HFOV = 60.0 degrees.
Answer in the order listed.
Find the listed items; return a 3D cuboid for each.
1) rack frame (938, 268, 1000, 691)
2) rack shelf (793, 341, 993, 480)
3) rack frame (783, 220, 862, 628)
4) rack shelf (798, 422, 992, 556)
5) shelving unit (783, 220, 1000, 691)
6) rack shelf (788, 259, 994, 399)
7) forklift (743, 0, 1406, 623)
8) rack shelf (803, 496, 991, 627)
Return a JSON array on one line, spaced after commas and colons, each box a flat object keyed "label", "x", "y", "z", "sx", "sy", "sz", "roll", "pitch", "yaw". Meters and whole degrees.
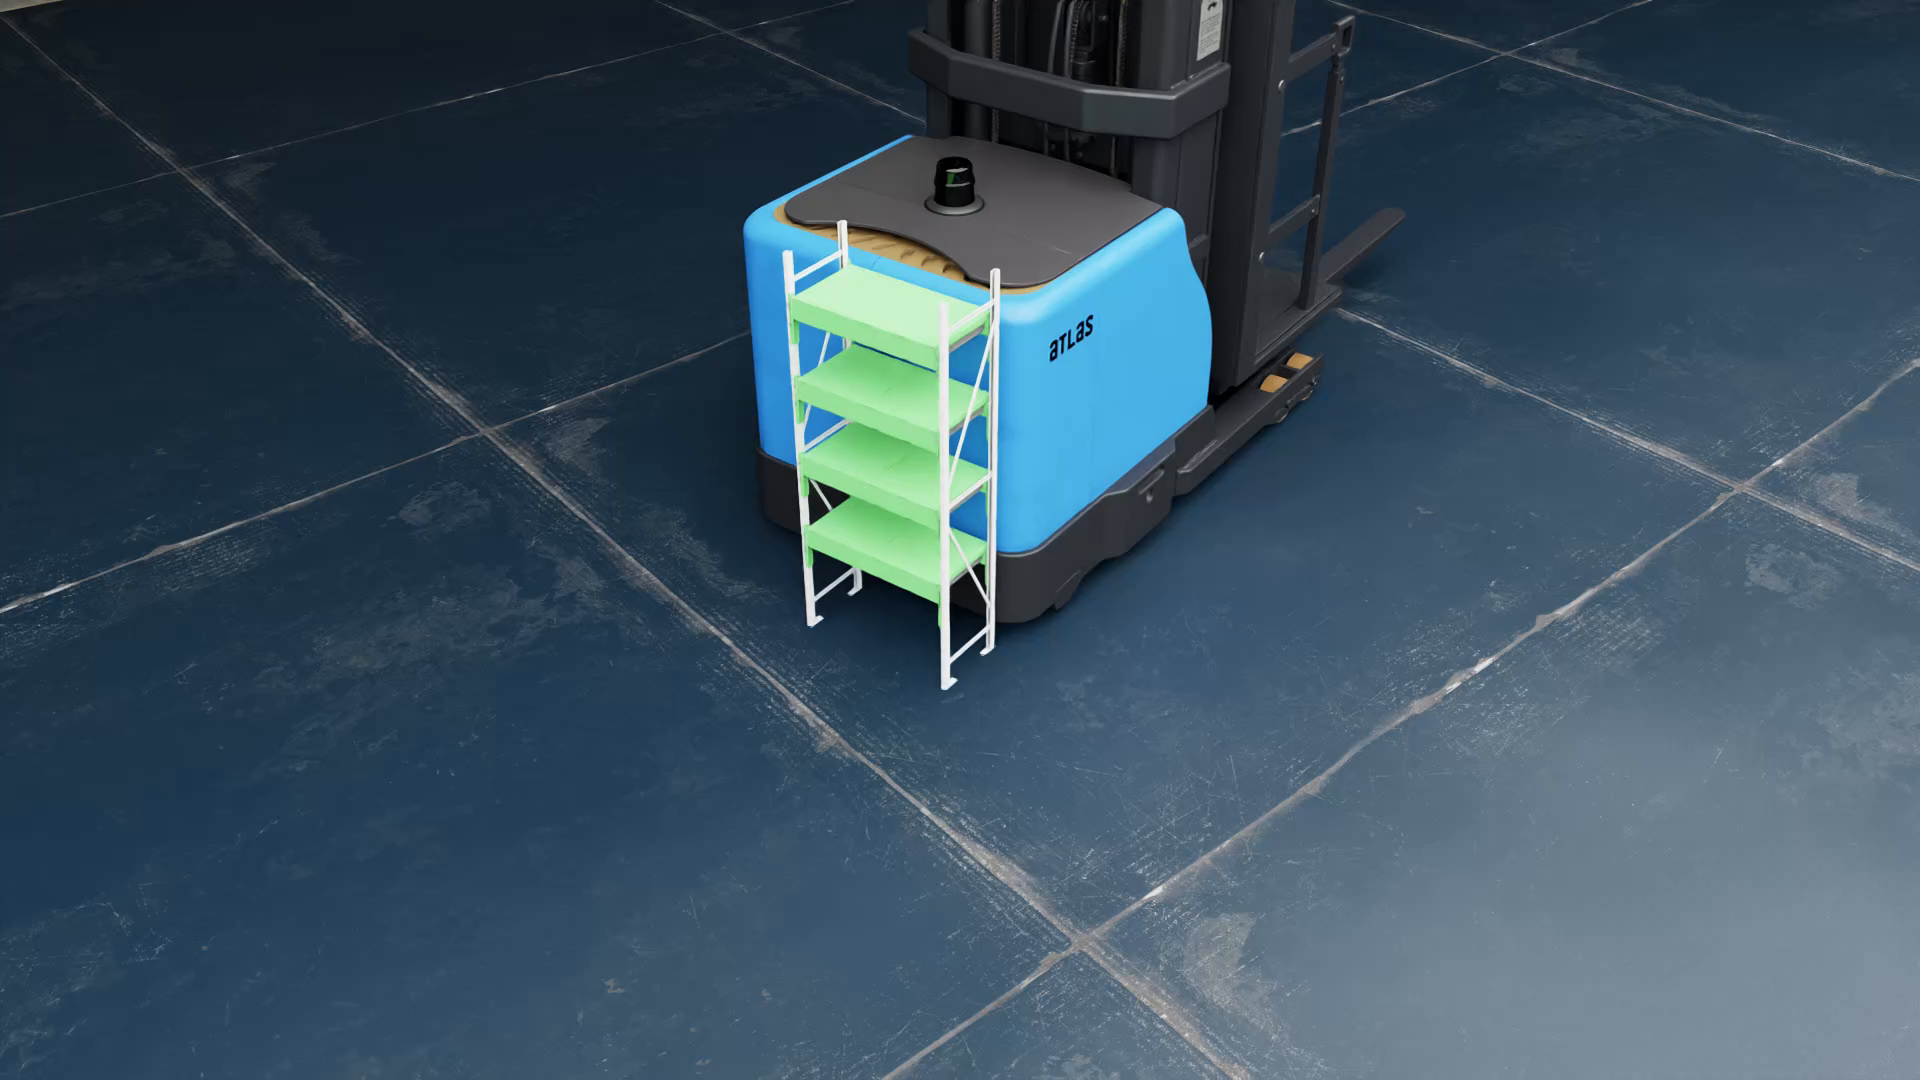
[{"label": "rack frame", "x": 0.024, "y": -0.126, "z": 4.390, "sx": 0.015, "sy": 1.200, "sz": 0.240, "roll": 23, "pitch": 41, "yaw": 28}, {"label": "rack shelf", "x": -0.174, "y": -0.352, "z": 4.404, "sx": 0.480, "sy": 0.148, "sz": 0.258, "roll": 23, "pitch": 41, "yaw": 28}, {"label": "rack frame", "x": -0.372, "y": -0.291, "z": 4.622, "sx": 0.015, "sy": 1.200, "sz": 0.240, "roll": 23, "pitch": 41, "yaw": 28}, {"label": "rack shelf", "x": -0.174, "y": -0.156, "z": 4.543, "sx": 0.480, "sy": 0.148, "sz": 0.258, "roll": 23, "pitch": 41, "yaw": 28}, {"label": "shelving unit", "x": -0.174, "y": -0.208, "z": 4.506, "sx": 0.503, "sy": 1.200, "sz": 0.258, "roll": 23, "pitch": 41, "yaw": 28}, {"label": "rack shelf", "x": -0.174, "y": -0.548, "z": 4.266, "sx": 0.480, "sy": 0.148, "sz": 0.258, "roll": 23, "pitch": 41, "yaw": 28}, {"label": "forklift", "x": 0.645, "y": -1.757, "z": 5.194, "sx": 1.130, "sy": 2.935, "sz": 3.031, "roll": 23, "pitch": 41, "yaw": 29}, {"label": "rack shelf", "x": -0.174, "y": 0.040, "z": 4.682, "sx": 0.480, "sy": 0.148, "sz": 0.258, "roll": 23, "pitch": 41, "yaw": 28}]
